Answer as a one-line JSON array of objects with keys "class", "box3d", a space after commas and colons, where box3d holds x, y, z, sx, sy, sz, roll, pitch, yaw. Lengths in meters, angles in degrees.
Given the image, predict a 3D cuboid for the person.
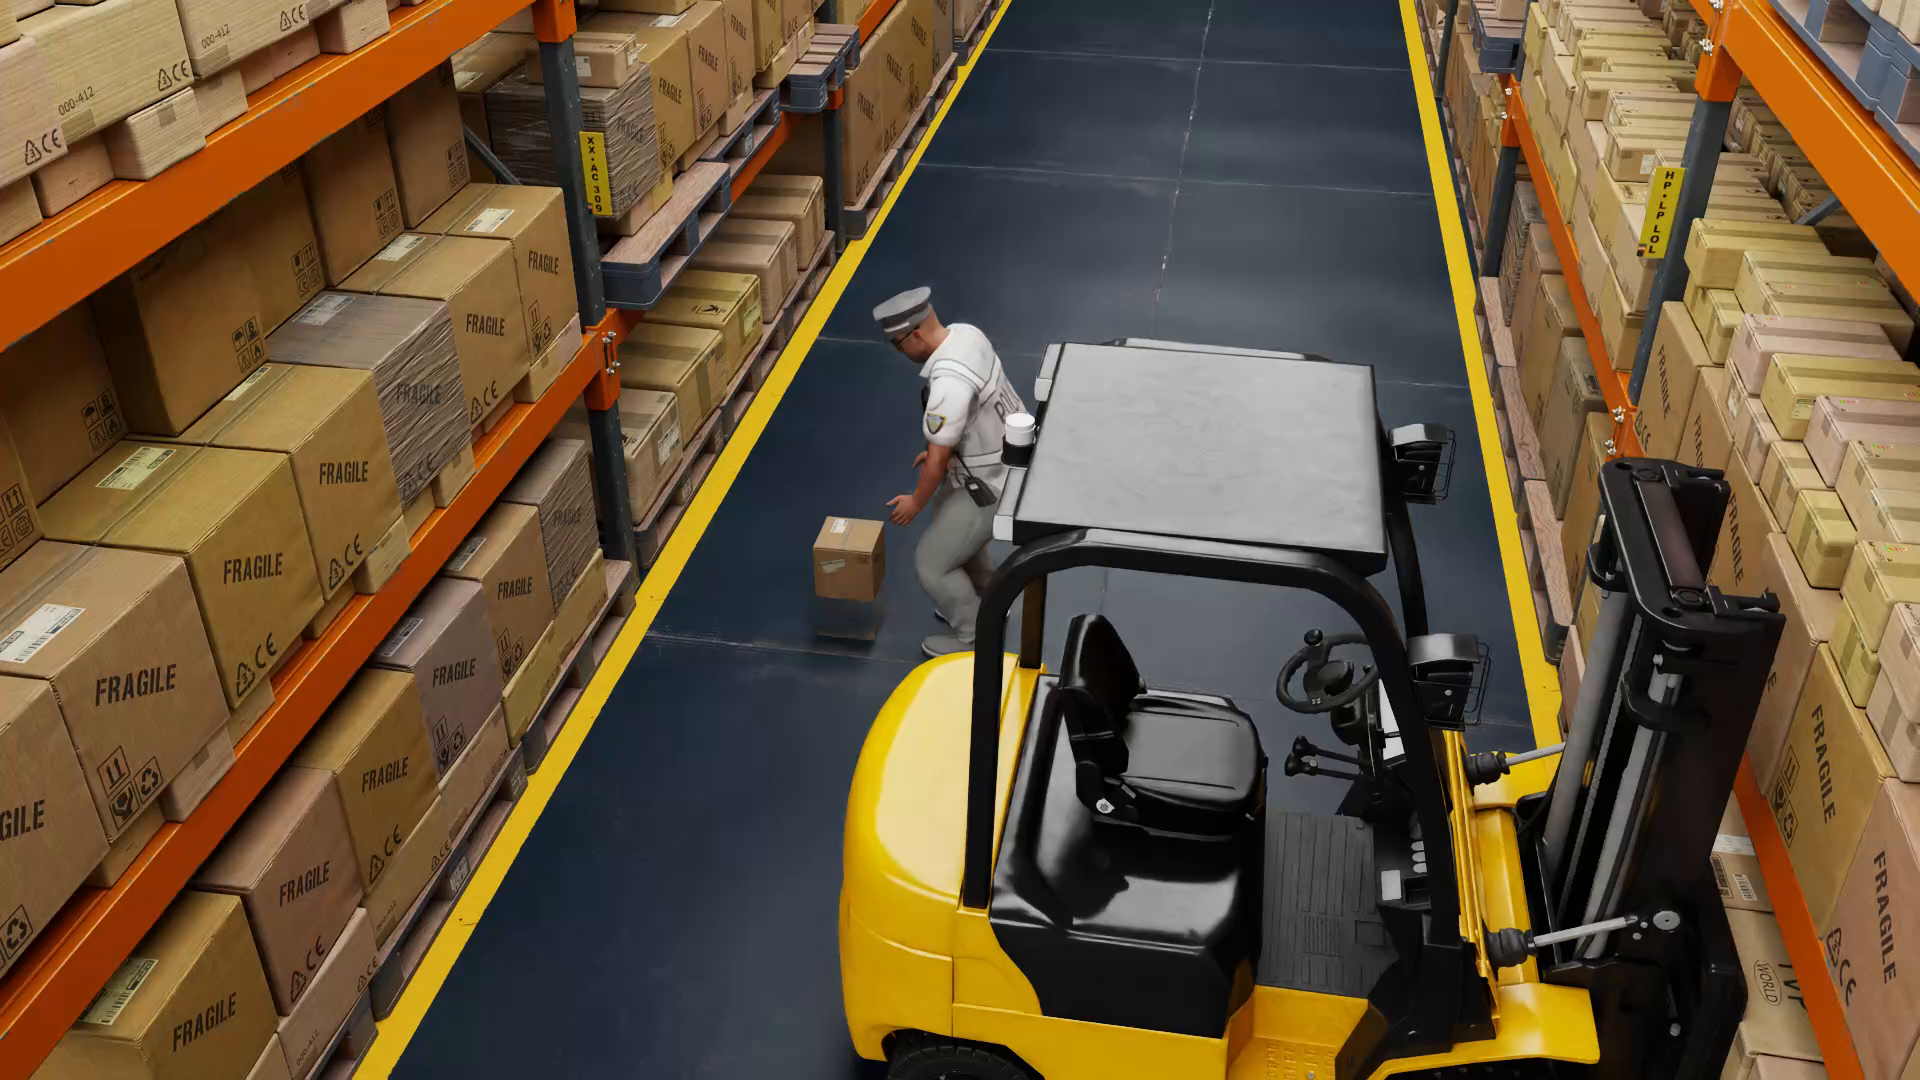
[{"class": "person", "box3d": [-0.008, -0.252, 6.693, 0.658, 1.594, 0.581, 6, 33, 9]}]
